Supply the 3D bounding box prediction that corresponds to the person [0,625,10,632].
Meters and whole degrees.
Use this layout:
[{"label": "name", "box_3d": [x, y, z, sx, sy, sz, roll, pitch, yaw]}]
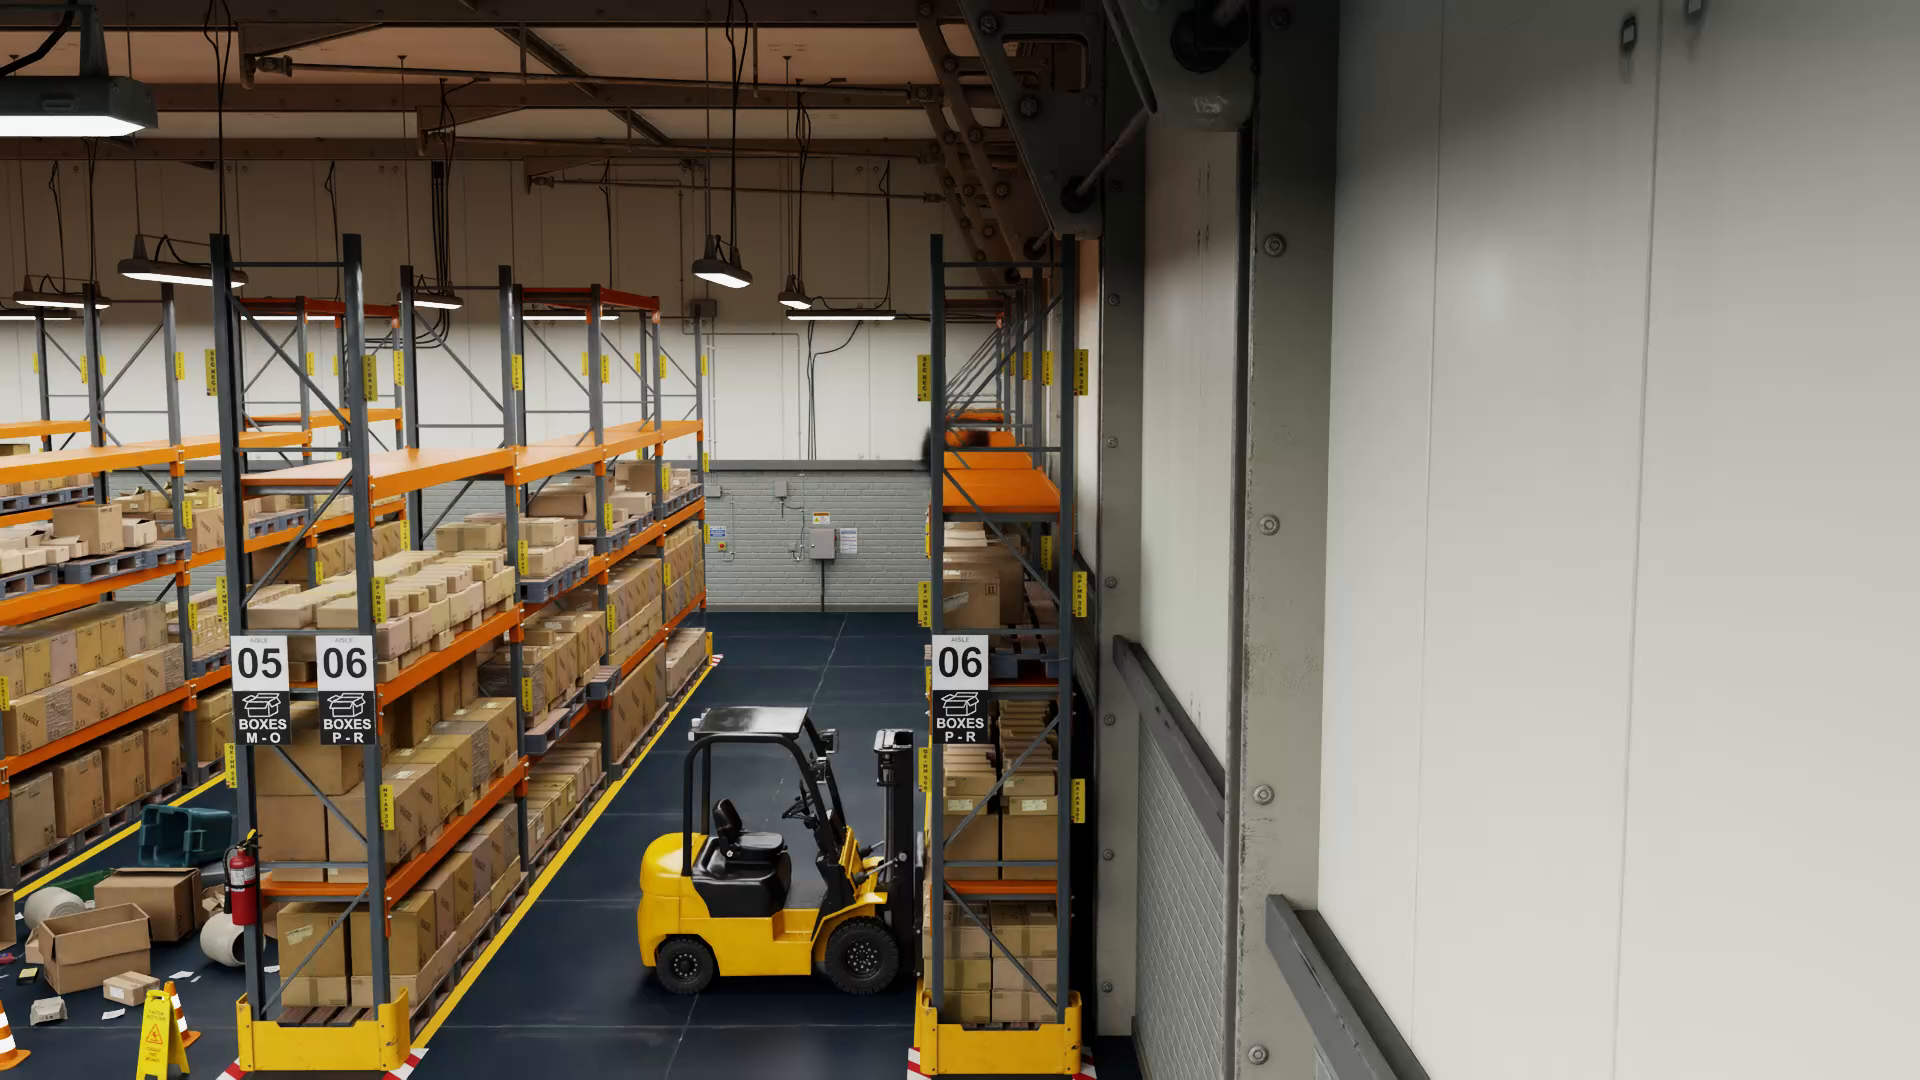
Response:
[{"label": "person", "box_3d": [-12.801, 1.927, 22.286, 0.518, 1.558, 0.547, 0, 6, -3]}]
